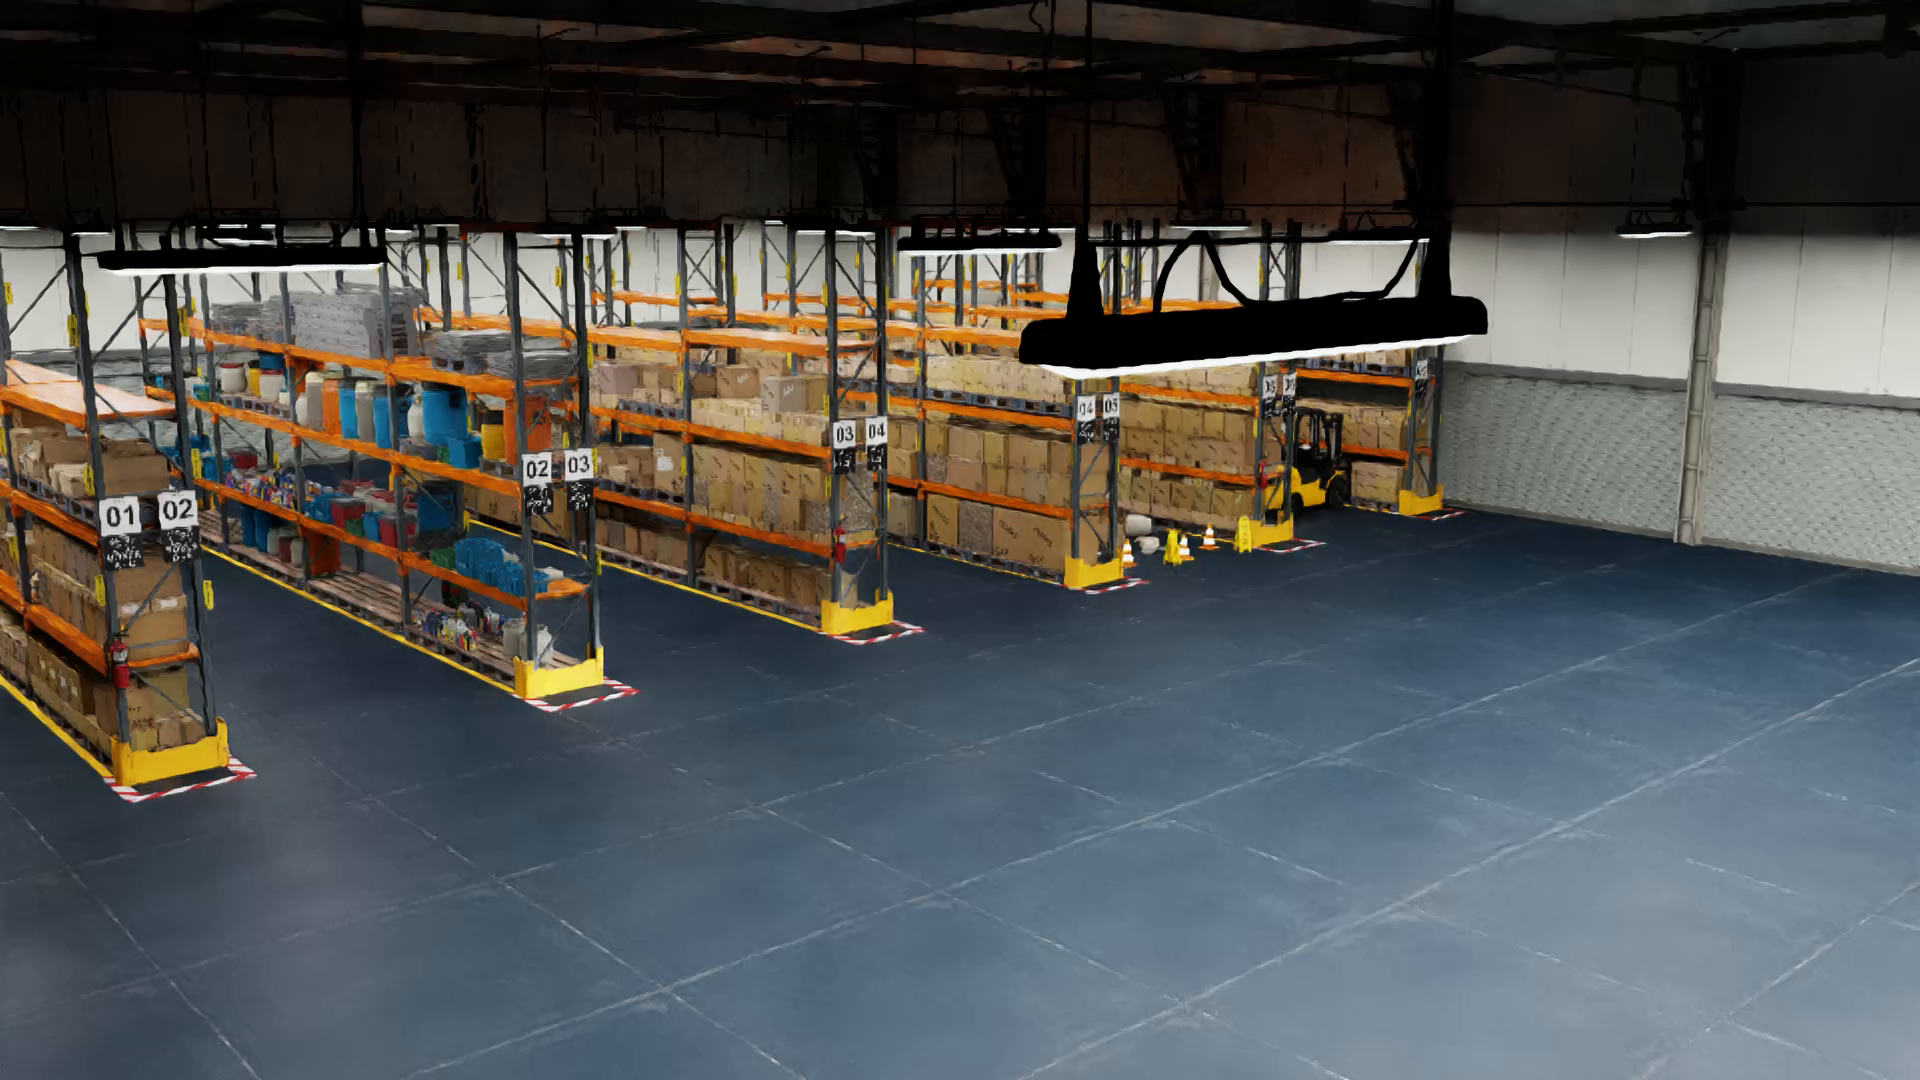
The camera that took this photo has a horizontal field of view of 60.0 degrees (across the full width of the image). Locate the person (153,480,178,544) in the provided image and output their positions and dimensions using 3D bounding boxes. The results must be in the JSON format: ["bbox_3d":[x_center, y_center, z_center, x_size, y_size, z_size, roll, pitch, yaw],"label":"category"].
[{"bbox_3d":[-14.279,-0.404,29.853,0.625,1.607,0.582,-10,15,-41],"label":"person"}]

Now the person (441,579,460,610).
[{"bbox_3d":[-8.034,0.186,26.314,0.659,1.793,0.398,6,13,28],"label":"person"}]
